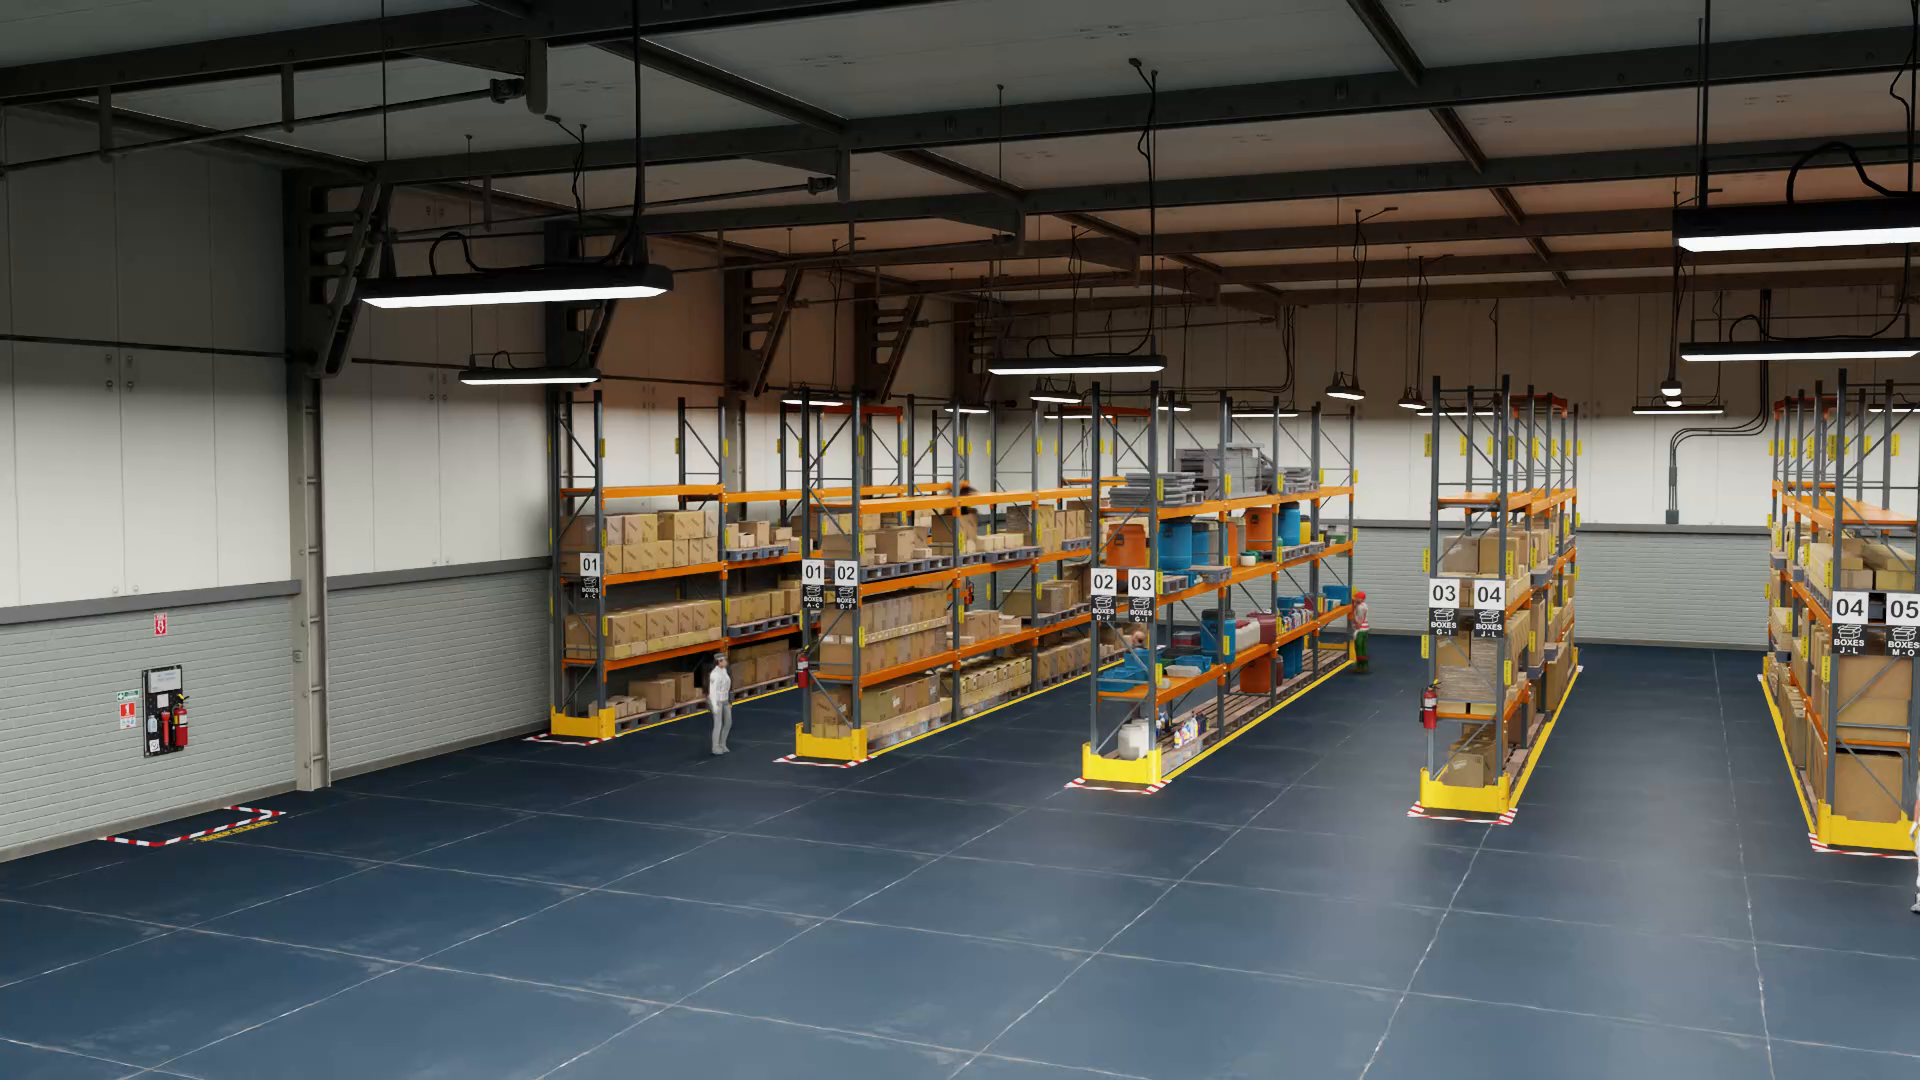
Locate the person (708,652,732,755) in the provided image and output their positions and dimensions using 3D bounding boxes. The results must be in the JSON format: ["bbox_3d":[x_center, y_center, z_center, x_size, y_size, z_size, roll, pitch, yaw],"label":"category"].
[{"bbox_3d":[-3.945,2.696,27.323,0.345,1.736,0.416,1,3,19],"label":"person"}]

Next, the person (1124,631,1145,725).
[{"bbox_3d":[3.116,2.498,30.058,0.410,1.726,0.559,0,3,-2],"label":"person"}]

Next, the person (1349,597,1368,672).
[{"bbox_3d":[8.916,2.071,37.162,0.385,1.757,0.582,1,3,24],"label":"person"}]
